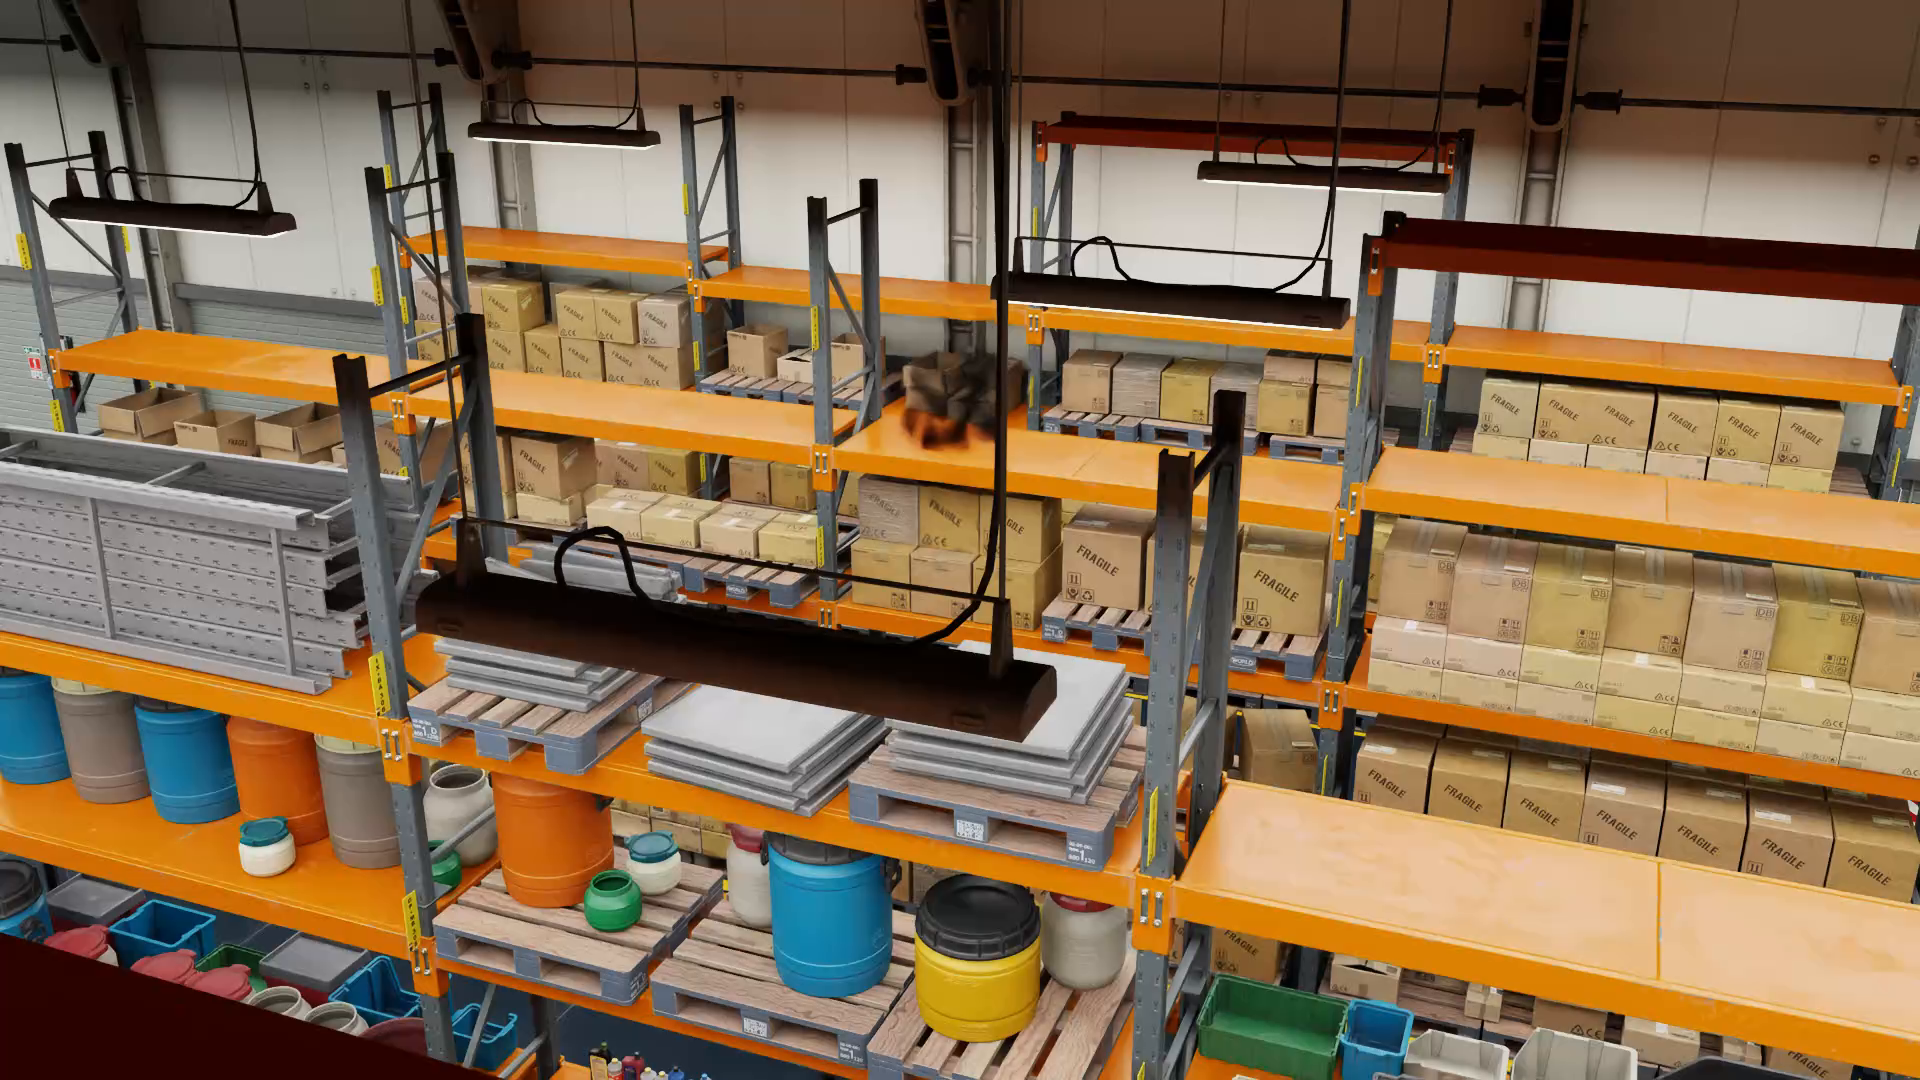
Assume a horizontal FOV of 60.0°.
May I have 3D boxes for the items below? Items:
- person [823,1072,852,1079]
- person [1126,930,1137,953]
[{"bbox_3d":[-0.879,3.111,11.761,0.808,1.787,0.669,3,21,8],"label":"person"},{"bbox_3d":[1.161,3.378,11.256,0.592,1.643,0.555,4,21,11],"label":"person"}]
